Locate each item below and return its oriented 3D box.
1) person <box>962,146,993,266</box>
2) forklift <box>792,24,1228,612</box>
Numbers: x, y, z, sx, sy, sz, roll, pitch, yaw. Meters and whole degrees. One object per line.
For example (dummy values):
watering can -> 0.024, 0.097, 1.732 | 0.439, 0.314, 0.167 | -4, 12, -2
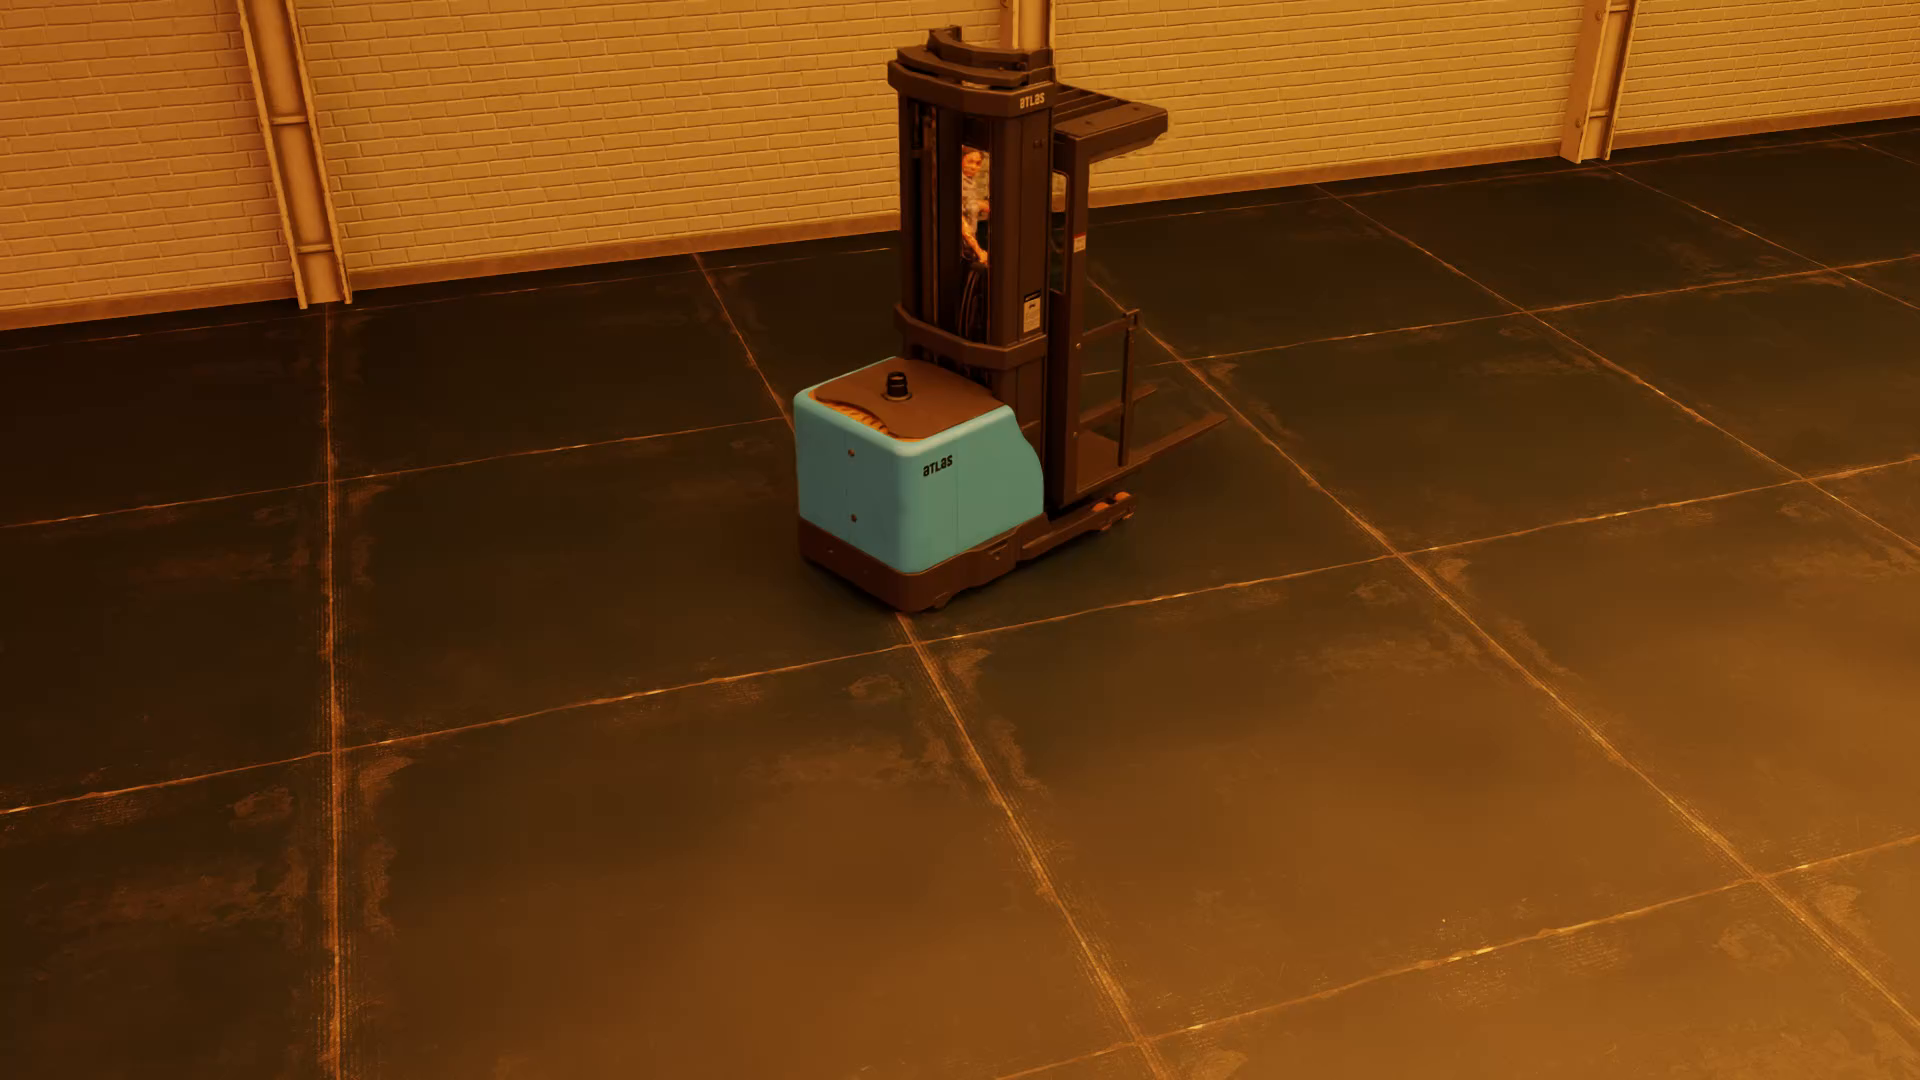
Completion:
person -> 0.124, -2.155, 12.260 | 0.807, 1.522, 0.817 | -9, 31, -15
forklift -> 0.456, -1.498, 9.691 | 3.031, 2.935, 1.130 | -26, 39, -37
